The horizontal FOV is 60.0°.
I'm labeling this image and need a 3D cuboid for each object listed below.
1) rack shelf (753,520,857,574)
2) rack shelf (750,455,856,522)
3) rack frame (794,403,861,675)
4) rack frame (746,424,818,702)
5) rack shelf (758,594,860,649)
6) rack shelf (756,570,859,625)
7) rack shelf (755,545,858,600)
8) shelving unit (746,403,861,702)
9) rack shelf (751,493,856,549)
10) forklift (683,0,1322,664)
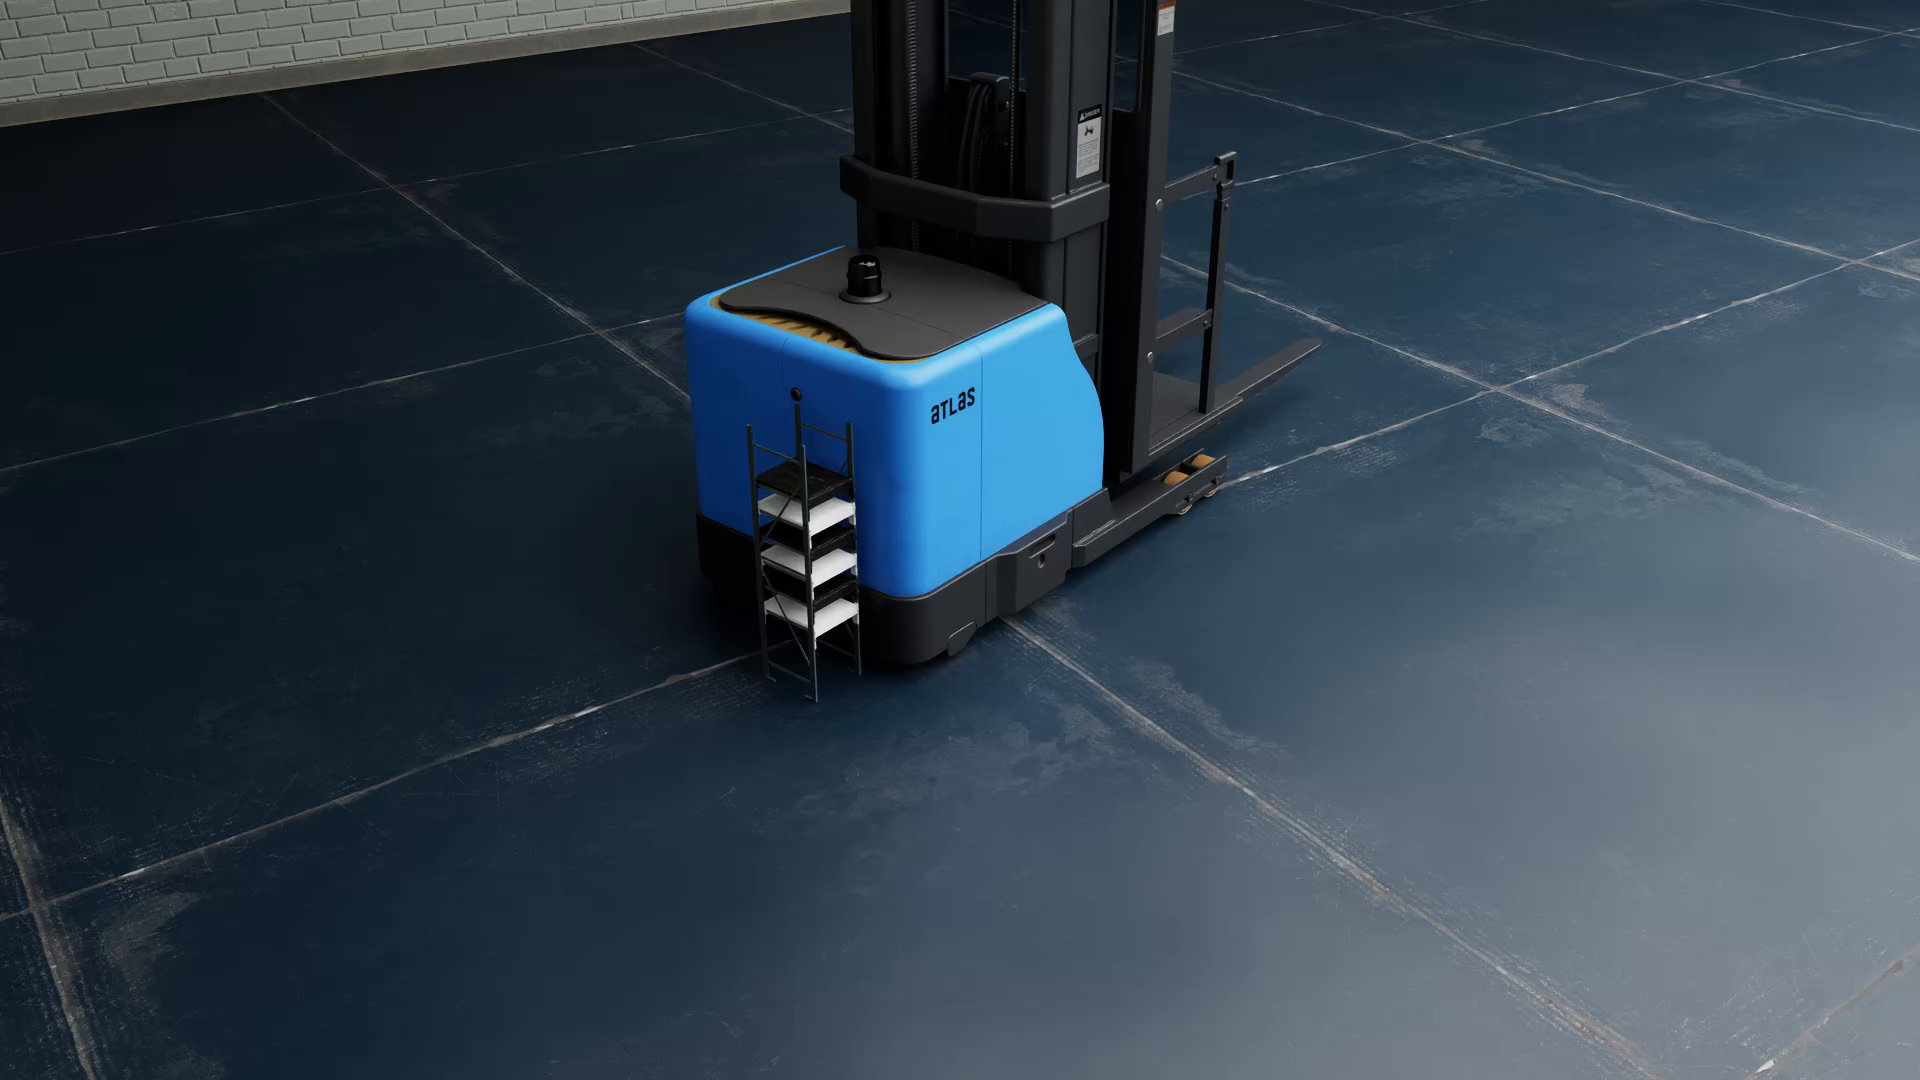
[{"bbox_3d":[-0.483,-0.003,5.193,0.258,0.077,0.200,22,35,34],"label":"rack shelf"},{"bbox_3d":[-0.483,-0.161,5.107,0.258,0.077,0.200,22,35,34],"label":"rack shelf"},{"bbox_3d":[-0.418,0.010,5.289,0.240,0.900,0.006,22,35,34],"label":"rack frame"},{"bbox_3d":[-0.548,0.084,5.152,0.240,0.900,0.006,22,35,34],"label":"rack frame"},{"bbox_3d":[-0.483,0.235,5.322,0.258,0.077,0.200,22,35,34],"label":"rack shelf"},{"bbox_3d":[-0.483,0.155,5.279,0.258,0.077,0.200,22,35,34],"label":"rack shelf"},{"bbox_3d":[-0.483,0.076,5.236,0.258,0.077,0.200,22,35,34],"label":"rack shelf"},{"bbox_3d":[-0.483,0.047,5.220,0.258,0.900,0.210,22,35,34],"label":"shelving unit"},{"bbox_3d":[-0.483,-0.082,5.150,0.258,0.077,0.200,22,35,34],"label":"rack shelf"},{"bbox_3d":[0.399,-1.520,5.978,1.130,2.935,3.031,21,35,34],"label":"forklift"}]
